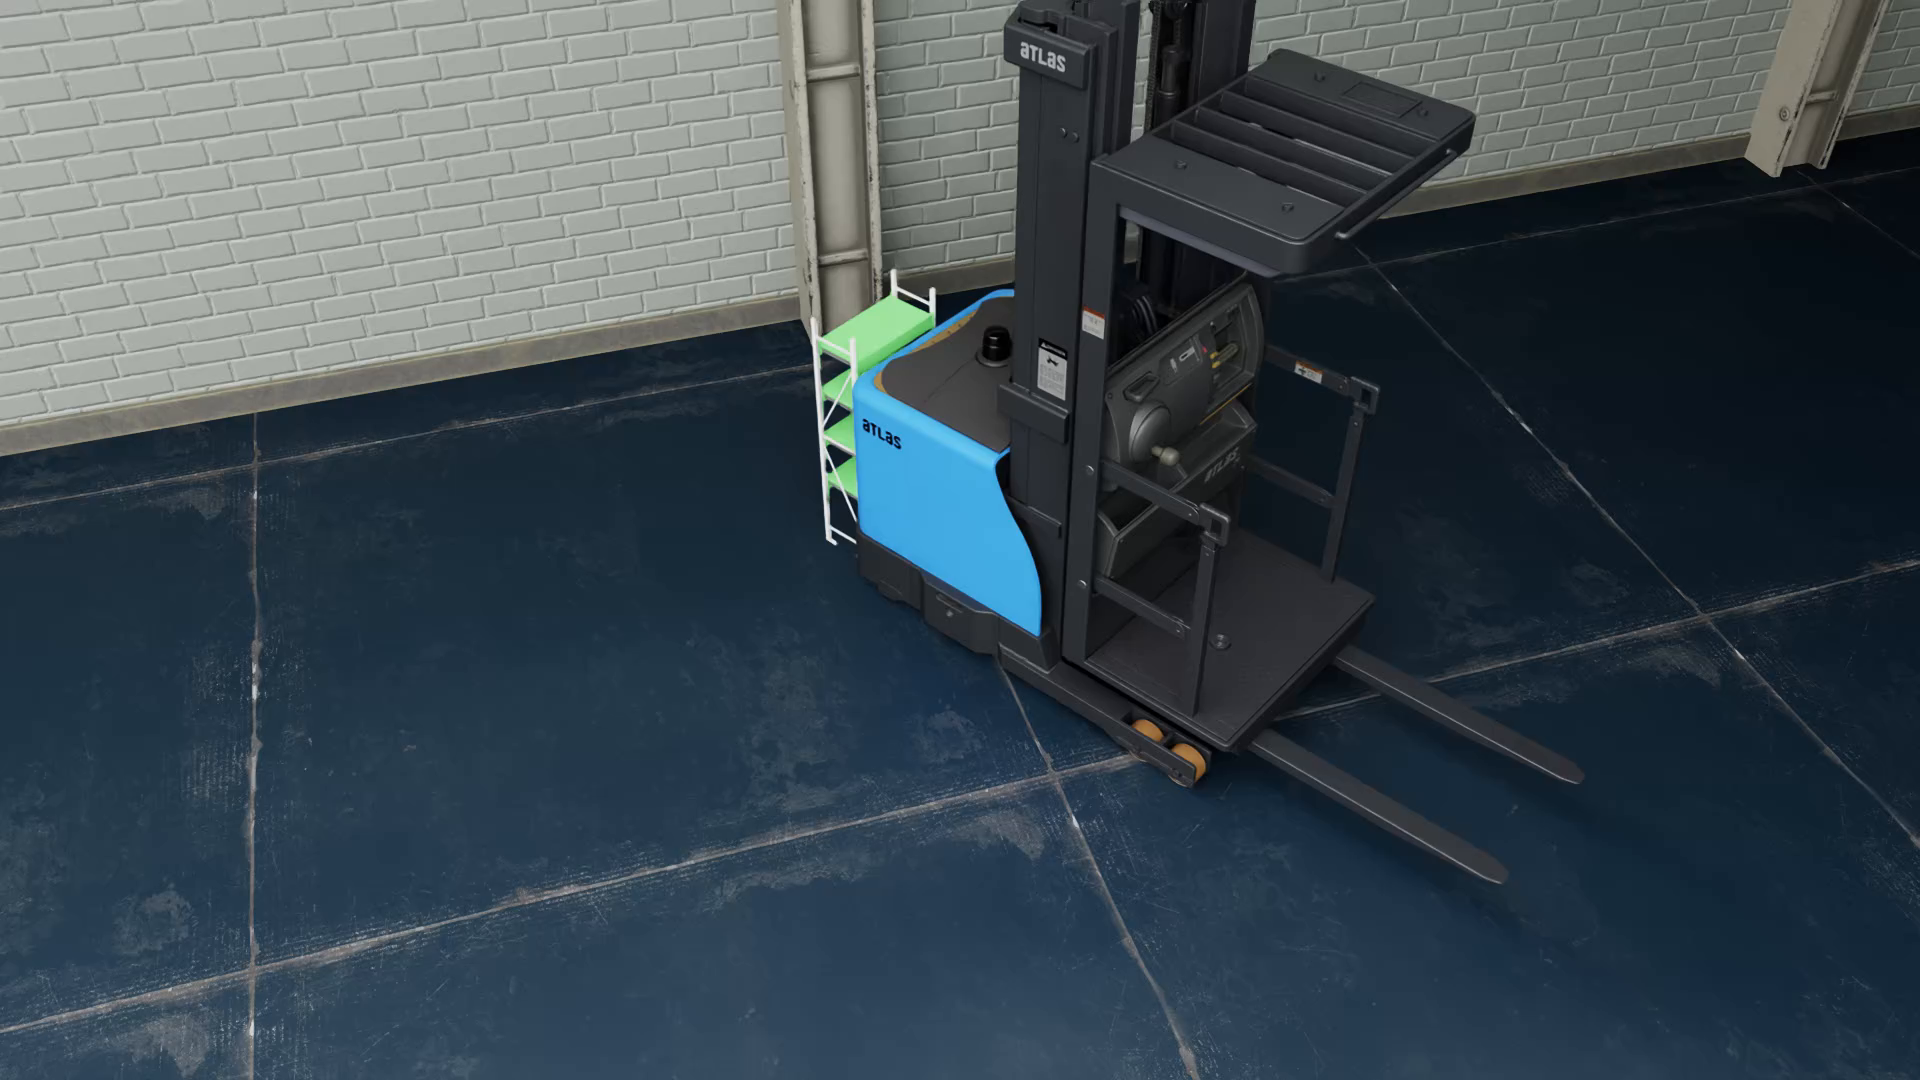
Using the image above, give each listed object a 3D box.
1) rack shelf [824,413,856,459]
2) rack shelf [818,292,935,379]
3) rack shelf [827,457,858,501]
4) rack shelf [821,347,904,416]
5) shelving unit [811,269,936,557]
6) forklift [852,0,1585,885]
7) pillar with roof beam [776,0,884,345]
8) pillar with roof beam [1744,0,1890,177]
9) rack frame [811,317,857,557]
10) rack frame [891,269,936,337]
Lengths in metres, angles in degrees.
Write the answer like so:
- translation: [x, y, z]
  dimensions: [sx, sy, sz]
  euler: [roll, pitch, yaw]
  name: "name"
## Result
- translation: [-0.358, -0.481, 7.335]
  dimensions: [0.258, 0.148, 0.480]
  euler: [29, 49, 29]
  name: "rack shelf"
- translation: [-0.358, -0.842, 7.019]
  dimensions: [0.258, 0.148, 0.480]
  euler: [29, 49, 29]
  name: "rack shelf"
- translation: [-0.358, -0.300, 7.493]
  dimensions: [0.258, 0.148, 0.480]
  euler: [29, 49, 29]
  name: "rack shelf"
- translation: [-0.358, -0.662, 7.177]
  dimensions: [0.258, 0.148, 0.480]
  euler: [29, 49, 29]
  name: "rack shelf"
- translation: [-0.358, -0.529, 7.293]
  dimensions: [0.258, 1.200, 0.503]
  euler: [29, 49, 29]
  name: "shelving unit"
- translation: [0.991, -0.538, 5.988]
  dimensions: [3.031, 2.935, 1.130]
  euler: [30, 49, 30]
  name: "forklift"
- translation: [0.662, -1.845, 2.872]
  dimensions: [0.400, 9.000, 9.100]
  euler: [-12, 42, -13]
  name: "pillar with roof beam"
- translation: [6.385, -3.031, 4.229]
  dimensions: [0.400, 9.000, 9.100]
  euler: [-12, 42, -13]
  name: "pillar with roof beam"
- translation: [-0.516, -0.407, 7.153]
  dimensions: [0.240, 1.200, 0.015]
  euler: [29, 49, 29]
  name: "rack frame"
- translation: [-0.200, -0.651, 7.433]
  dimensions: [0.240, 1.200, 0.015]
  euler: [29, 49, 29]
  name: "rack frame"
